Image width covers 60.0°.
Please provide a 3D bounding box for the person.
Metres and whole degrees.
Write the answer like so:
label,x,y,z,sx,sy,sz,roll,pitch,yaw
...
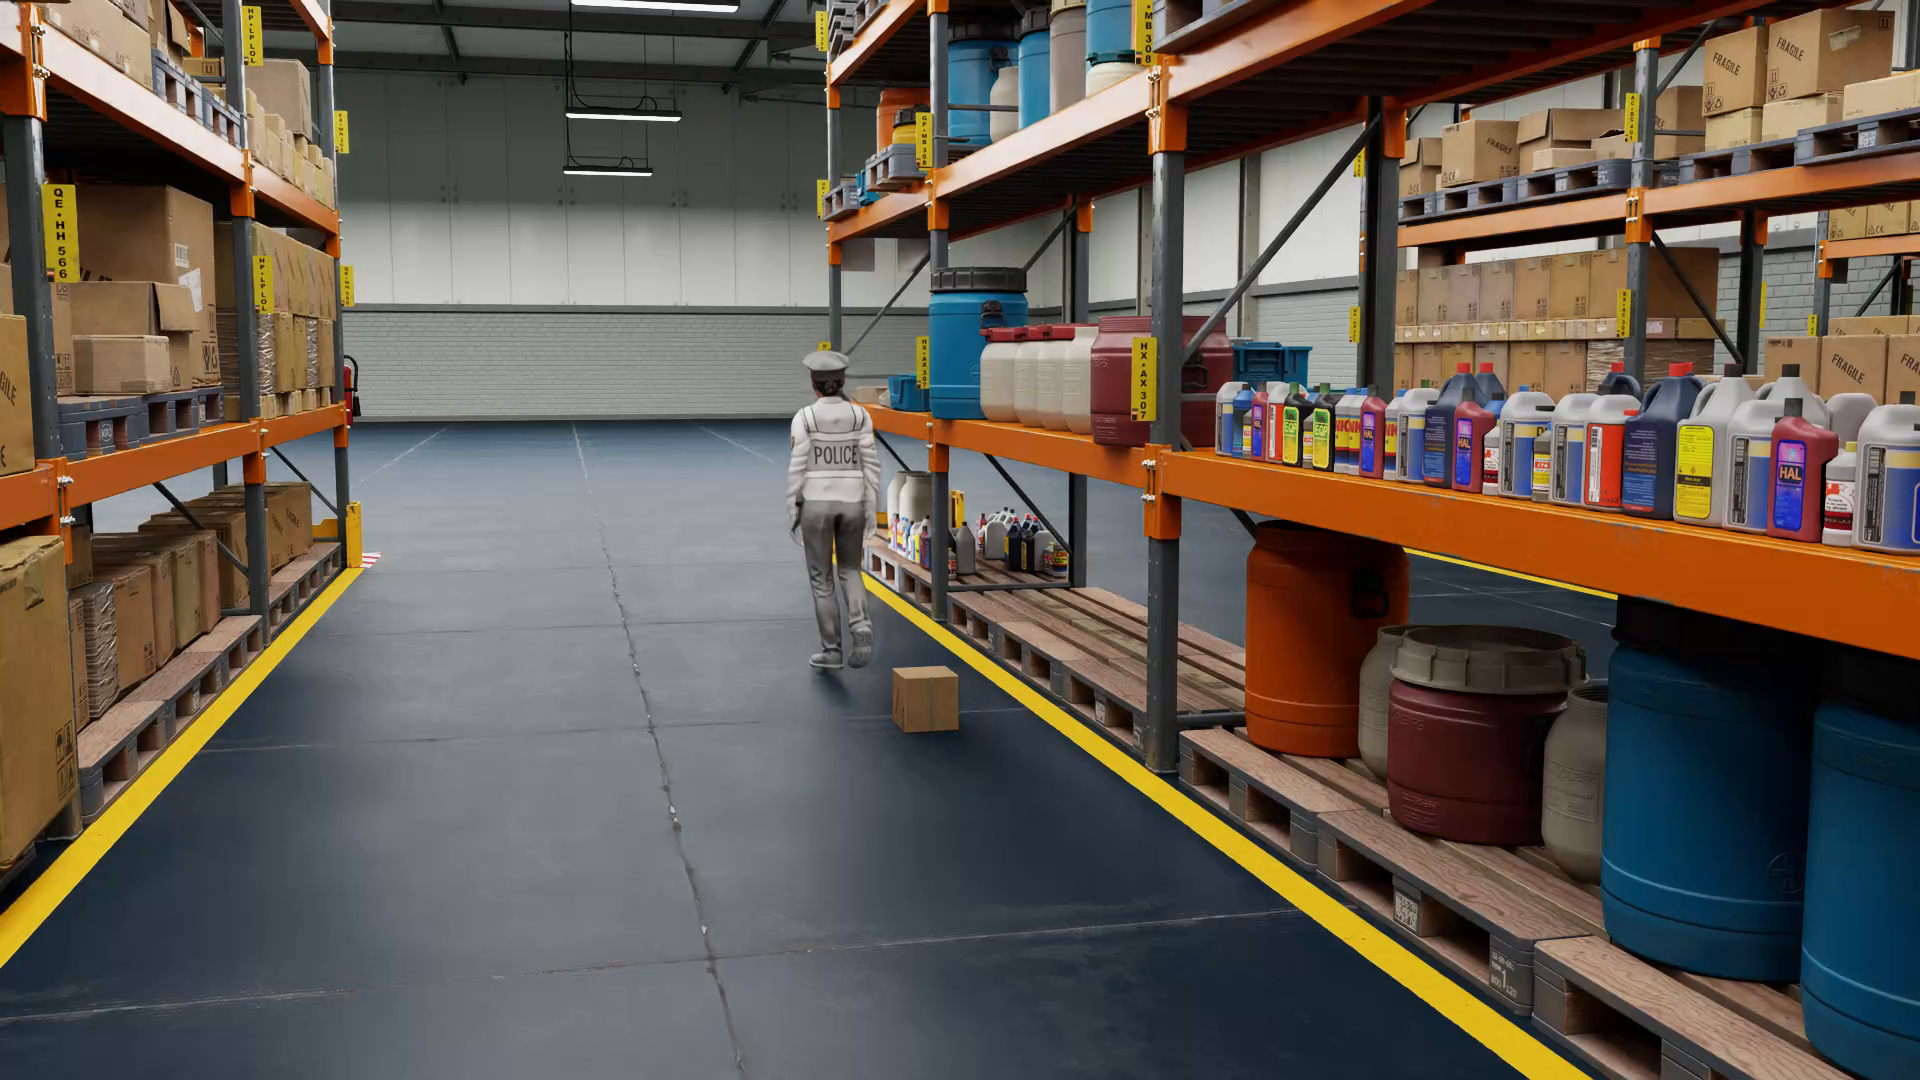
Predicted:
label,x,y,z,sx,sy,sz,roll,pitch,yaw
person,-0.661,-0.153,8.724,0.492,1.679,0.445,-3,7,-24
